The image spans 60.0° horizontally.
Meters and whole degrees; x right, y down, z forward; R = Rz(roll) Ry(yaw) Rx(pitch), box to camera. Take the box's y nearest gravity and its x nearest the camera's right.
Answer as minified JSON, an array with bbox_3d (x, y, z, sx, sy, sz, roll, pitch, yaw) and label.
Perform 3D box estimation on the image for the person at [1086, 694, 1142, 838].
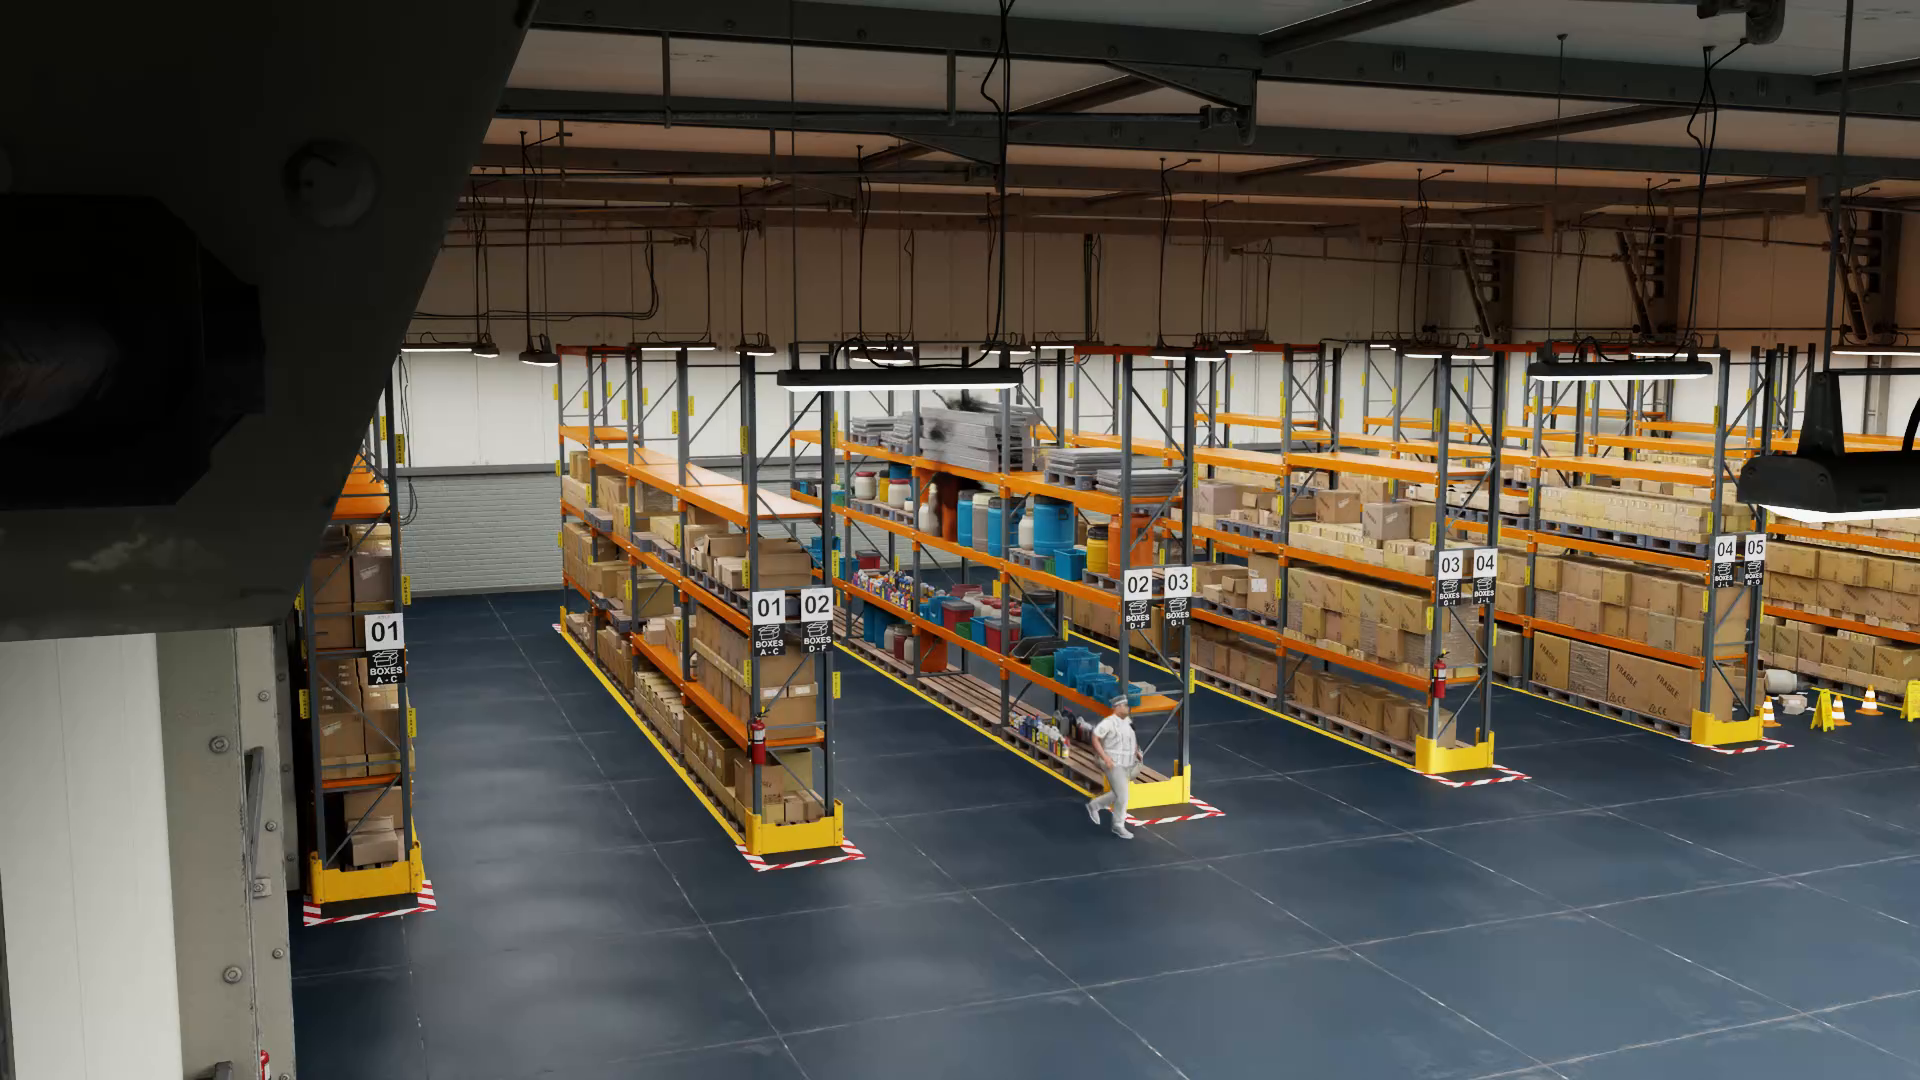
[{"bbox_3d":[1.963,2.818,21.021,0.761,1.763,0.701,5,9,36],"label":"person"}]

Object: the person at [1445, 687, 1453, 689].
[{"bbox_3d":[8.486,1.820,29.457,0.546,1.561,0.743,-3,8,-26],"label":"person"}]
